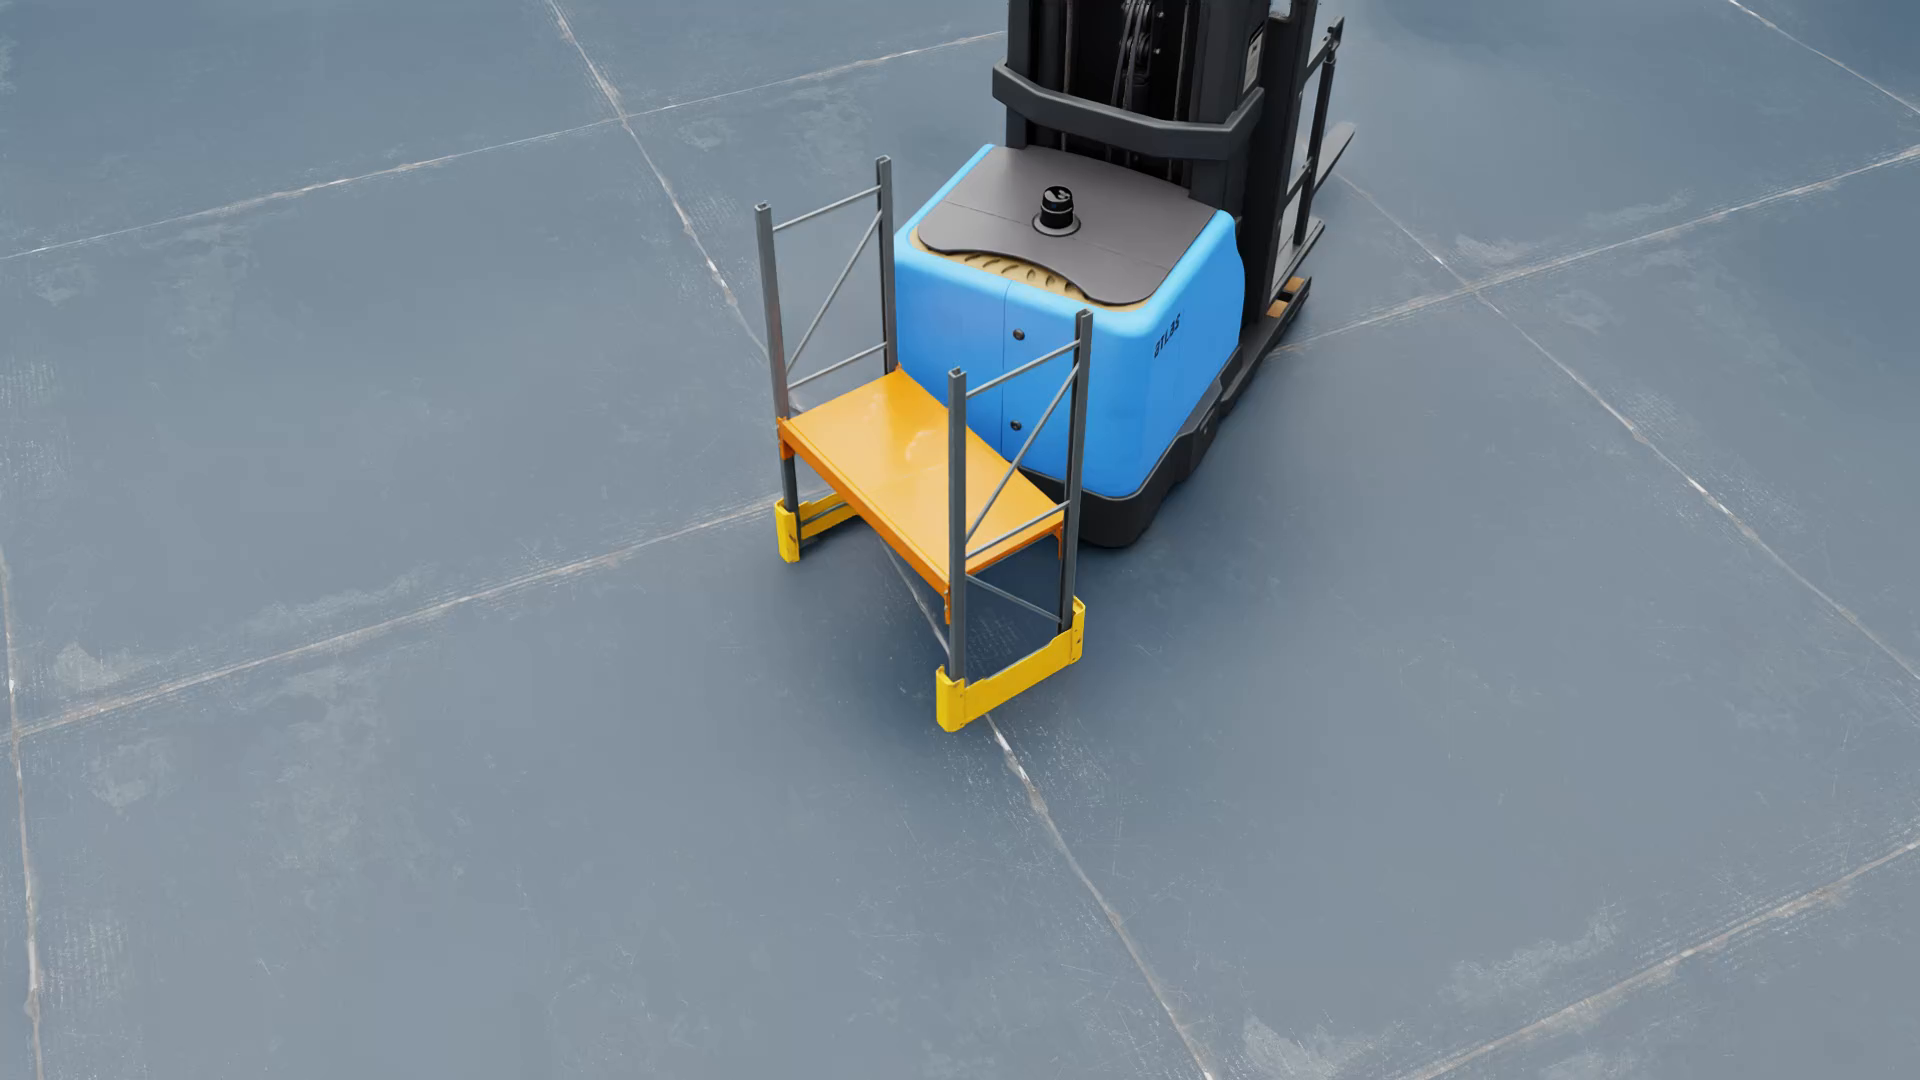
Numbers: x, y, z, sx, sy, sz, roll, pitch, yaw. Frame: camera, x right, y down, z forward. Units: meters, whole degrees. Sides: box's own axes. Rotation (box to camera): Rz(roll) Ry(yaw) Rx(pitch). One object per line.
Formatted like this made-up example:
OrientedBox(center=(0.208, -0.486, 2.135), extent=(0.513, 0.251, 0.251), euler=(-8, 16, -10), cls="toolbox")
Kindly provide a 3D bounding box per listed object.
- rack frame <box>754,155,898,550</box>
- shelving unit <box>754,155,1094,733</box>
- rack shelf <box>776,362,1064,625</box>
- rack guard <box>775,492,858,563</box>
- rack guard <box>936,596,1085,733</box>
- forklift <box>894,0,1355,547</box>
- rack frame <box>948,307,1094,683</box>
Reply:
OrientedBox(center=(-0.431, -0.598, 5.789), extent=(0.500, 1.500, 0.032), euler=(-28, 51, -25), cls="rack frame")
OrientedBox(center=(-0.123, -0.307, 5.493), extent=(0.587, 1.500, 1.083), euler=(-28, 51, -25), cls="shelving unit")
OrientedBox(center=(-0.128, -0.184, 5.624), extent=(0.538, 0.185, 1.000), euler=(-28, 51, -25), cls="rack shelf")
OrientedBox(center=(-0.419, -0.142, 6.216), extent=(0.587, 0.250, 0.087), euler=(-28, 51, -25), cls="rack guard")
OrientedBox(center=(0.174, 0.419, 5.647), extent=(0.587, 0.250, 0.087), euler=(-28, 51, -25), cls="rack guard")
OrientedBox(center=(0.869, -2.047, 6.238), extent=(1.130, 2.935, 3.031), euler=(21, 48, 20), cls="forklift")
OrientedBox(center=(0.175, -0.025, 5.207), extent=(0.500, 1.500, 0.032), euler=(-28, 51, -25), cls="rack frame")
